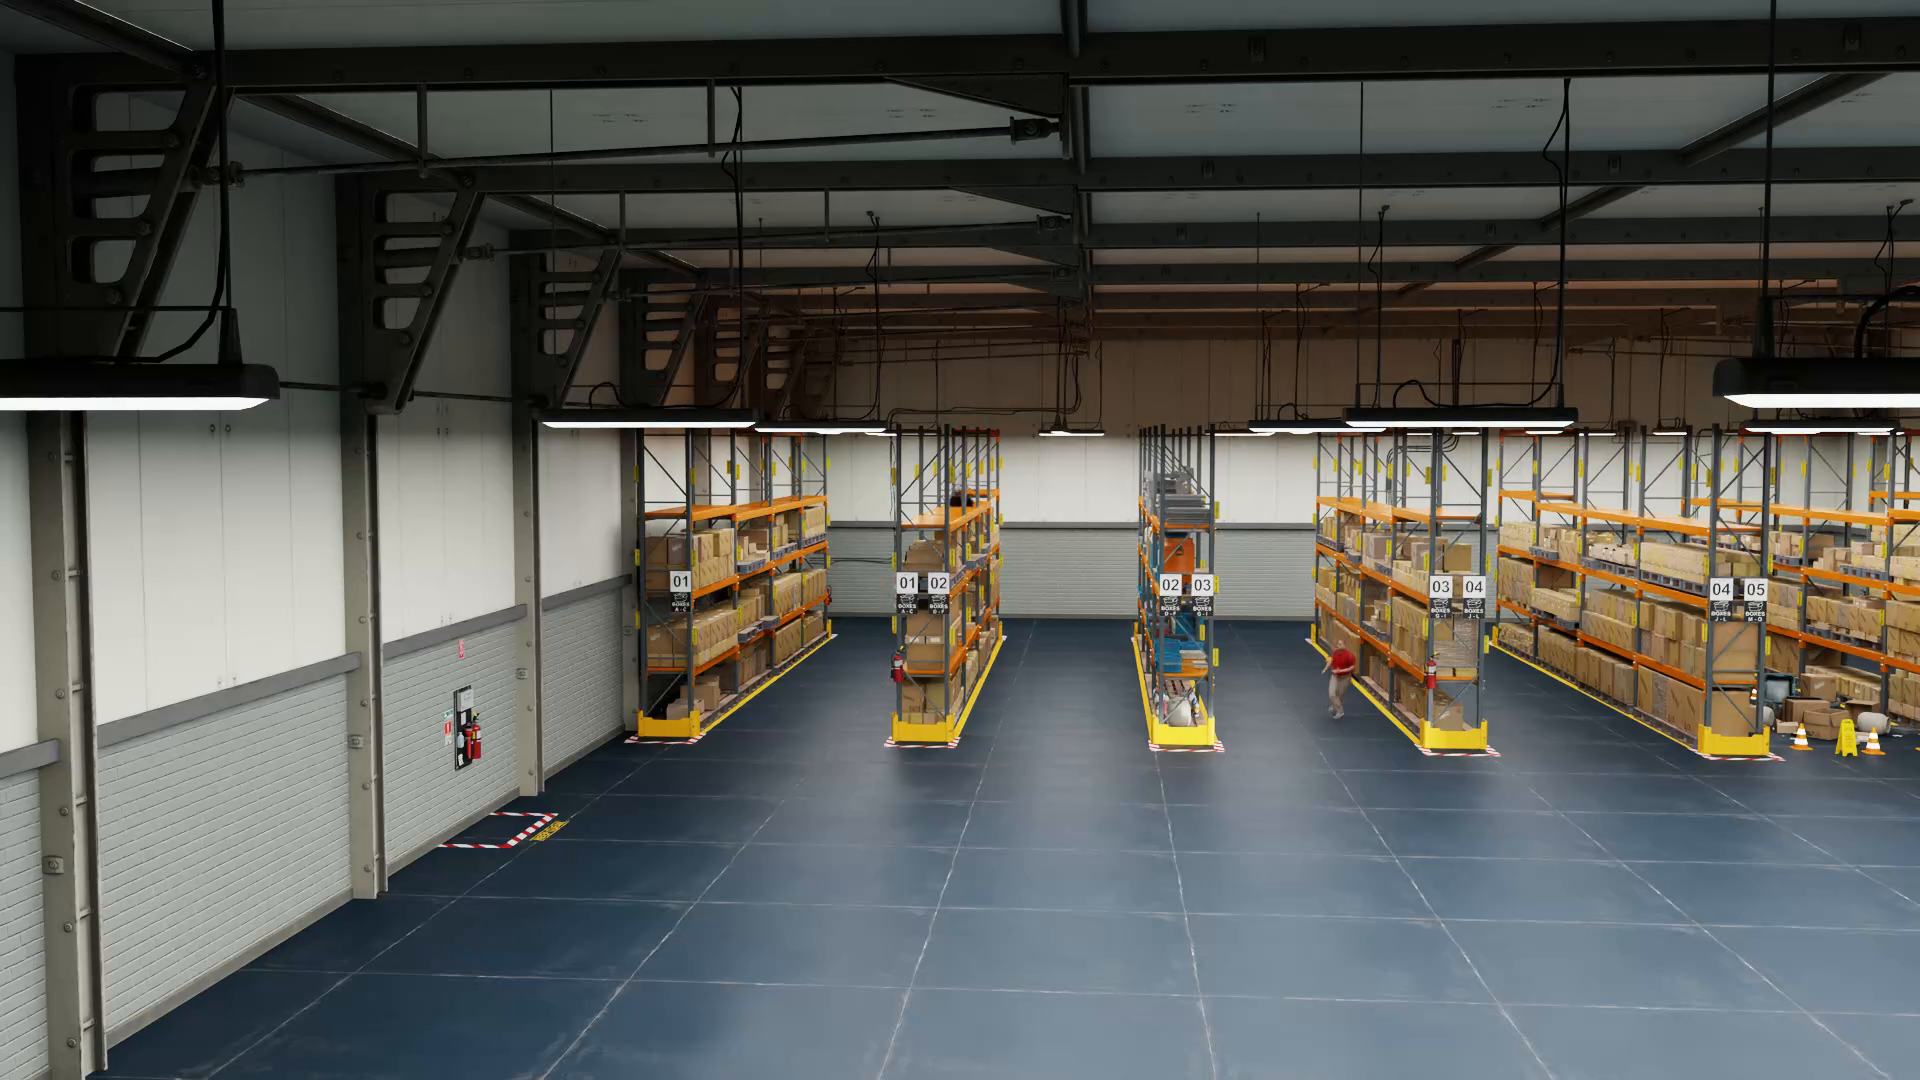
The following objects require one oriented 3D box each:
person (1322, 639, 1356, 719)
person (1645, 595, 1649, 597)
[{"bbox_3d":[7.819,2.848,34.206,0.783,1.669,0.669,2,4,35],"label":"person"},{"bbox_3d":[17.330,2.286,42.026,0.693,1.776,0.933,-1,4,-11],"label":"person"}]
